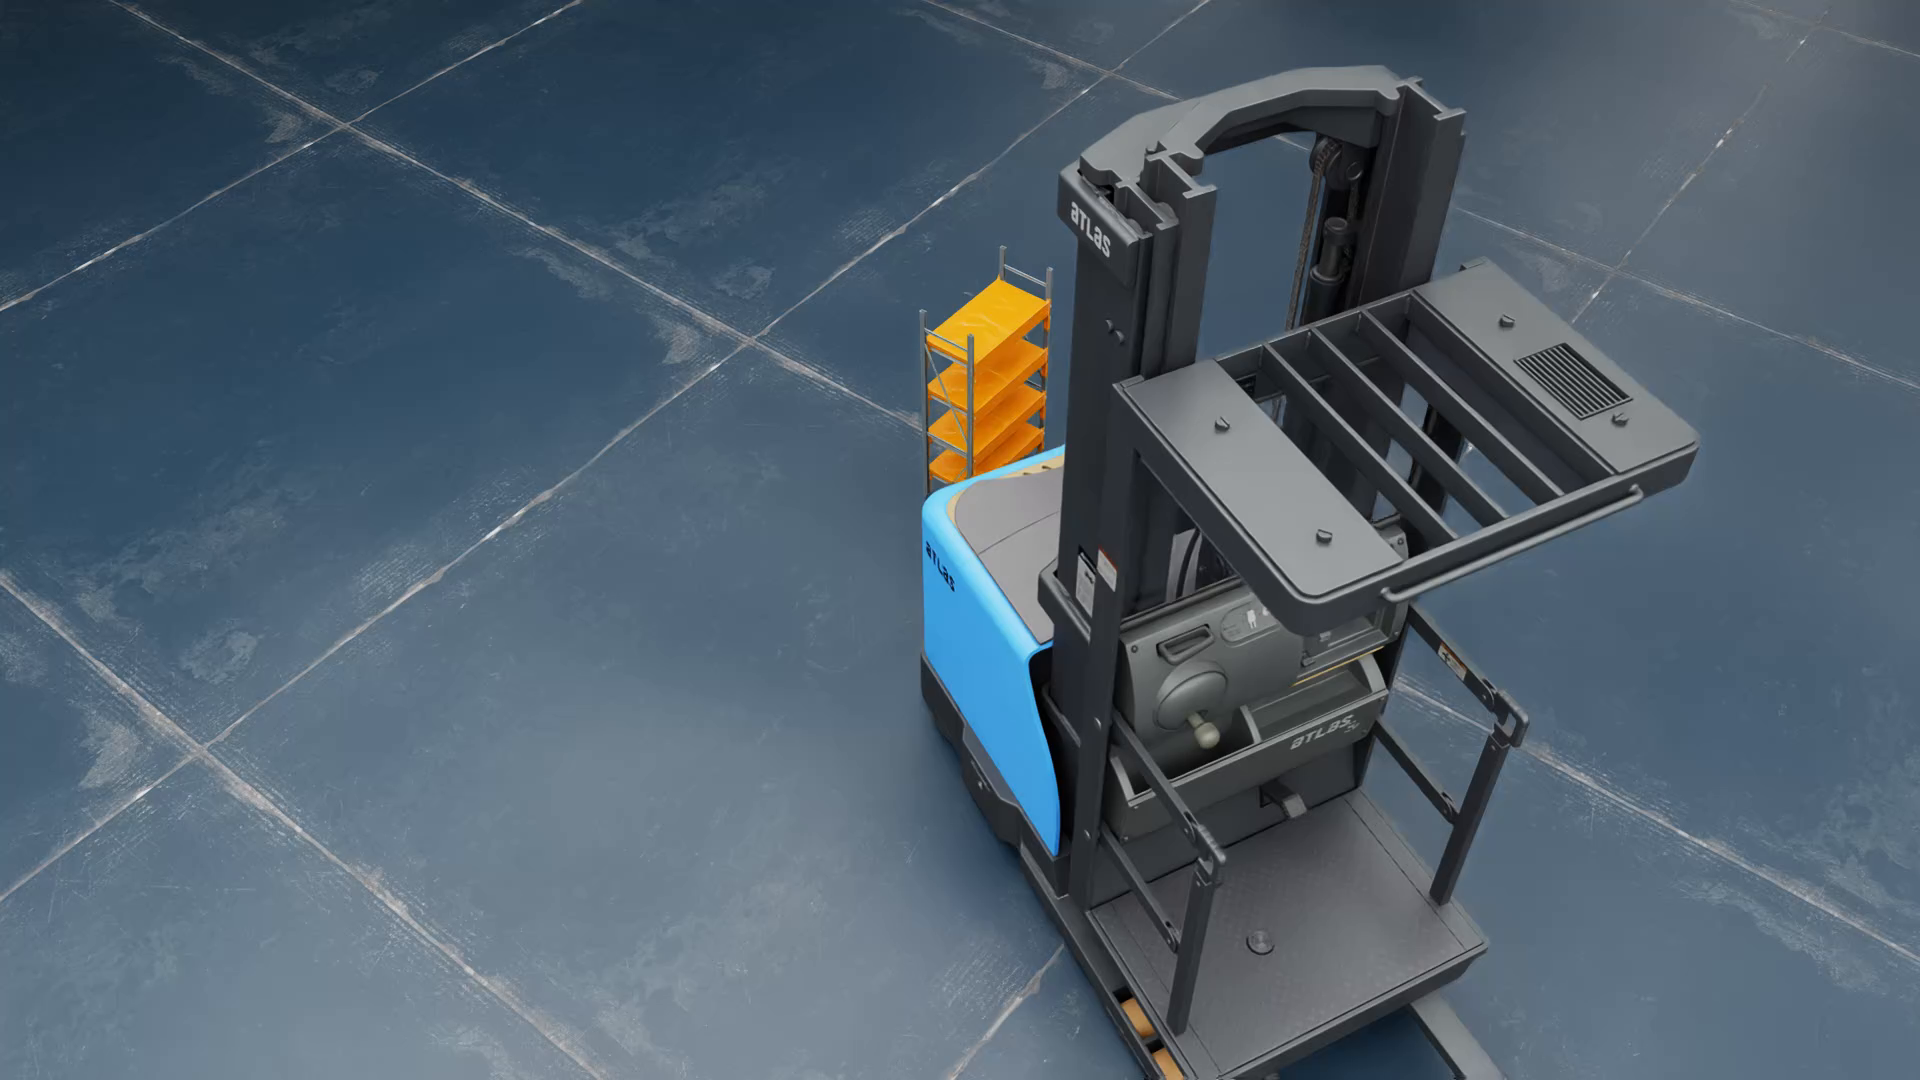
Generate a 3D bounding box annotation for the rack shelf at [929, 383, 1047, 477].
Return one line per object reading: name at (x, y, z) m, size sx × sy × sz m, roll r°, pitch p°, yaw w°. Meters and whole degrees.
rack shelf at (0.101, -0.463, 6.620) m, size 0.258 × 0.148 × 0.480 m, roll 29°, pitch 53°, yaw 25°

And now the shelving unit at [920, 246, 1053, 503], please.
shelving unit at (0.101, -0.509, 6.571) m, size 0.258 × 1.200 × 0.503 m, roll 29°, pitch 53°, yaw 25°

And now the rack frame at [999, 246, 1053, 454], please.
rack frame at (0.250, -0.649, 6.705) m, size 0.240 × 1.200 × 0.015 m, roll 29°, pitch 53°, yaw 25°

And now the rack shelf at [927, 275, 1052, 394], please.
rack shelf at (0.101, -0.781, 6.287) m, size 0.258 × 0.148 × 0.480 m, roll 29°, pitch 53°, yaw 25°

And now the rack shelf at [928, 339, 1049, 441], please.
rack shelf at (0.101, -0.617, 6.458) m, size 0.258 × 0.148 × 0.480 m, roll 29°, pitch 53°, yaw 25°

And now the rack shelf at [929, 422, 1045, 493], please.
rack shelf at (0.101, -0.326, 6.764) m, size 0.258 × 0.148 × 0.480 m, roll 29°, pitch 53°, yaw 25°

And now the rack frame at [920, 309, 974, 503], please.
rack frame at (-0.048, -0.370, 6.438) m, size 0.240 × 1.200 × 0.015 m, roll 29°, pitch 53°, yaw 25°

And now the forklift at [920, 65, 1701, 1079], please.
forklift at (0.970, 0.373, 4.532) m, size 1.130 × 2.935 × 3.031 m, roll -20°, pitch 50°, yaw -18°
